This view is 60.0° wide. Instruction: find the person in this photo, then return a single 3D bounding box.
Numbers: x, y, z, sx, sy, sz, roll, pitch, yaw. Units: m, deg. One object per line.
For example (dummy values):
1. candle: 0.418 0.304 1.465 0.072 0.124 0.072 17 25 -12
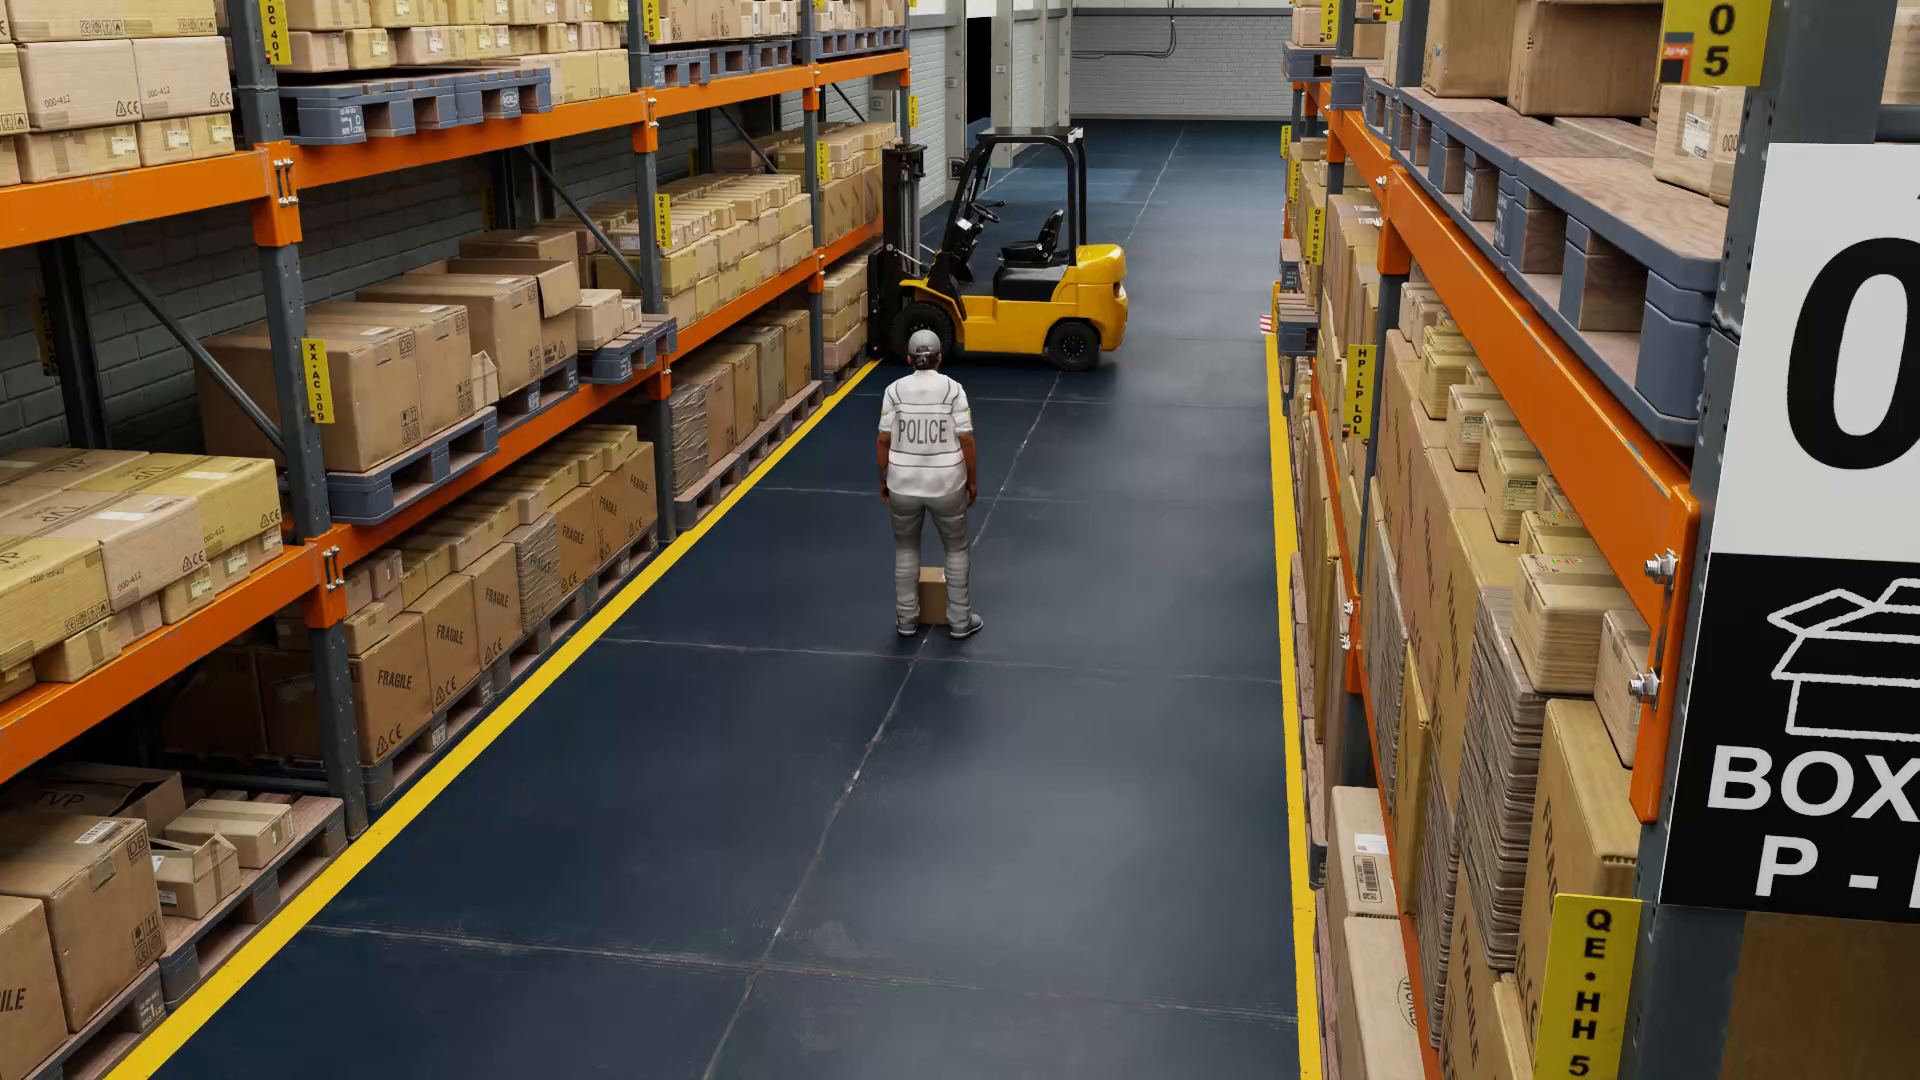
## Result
1. person: -0.160 -0.294 8.946 0.560 1.667 0.466 2 18 7
